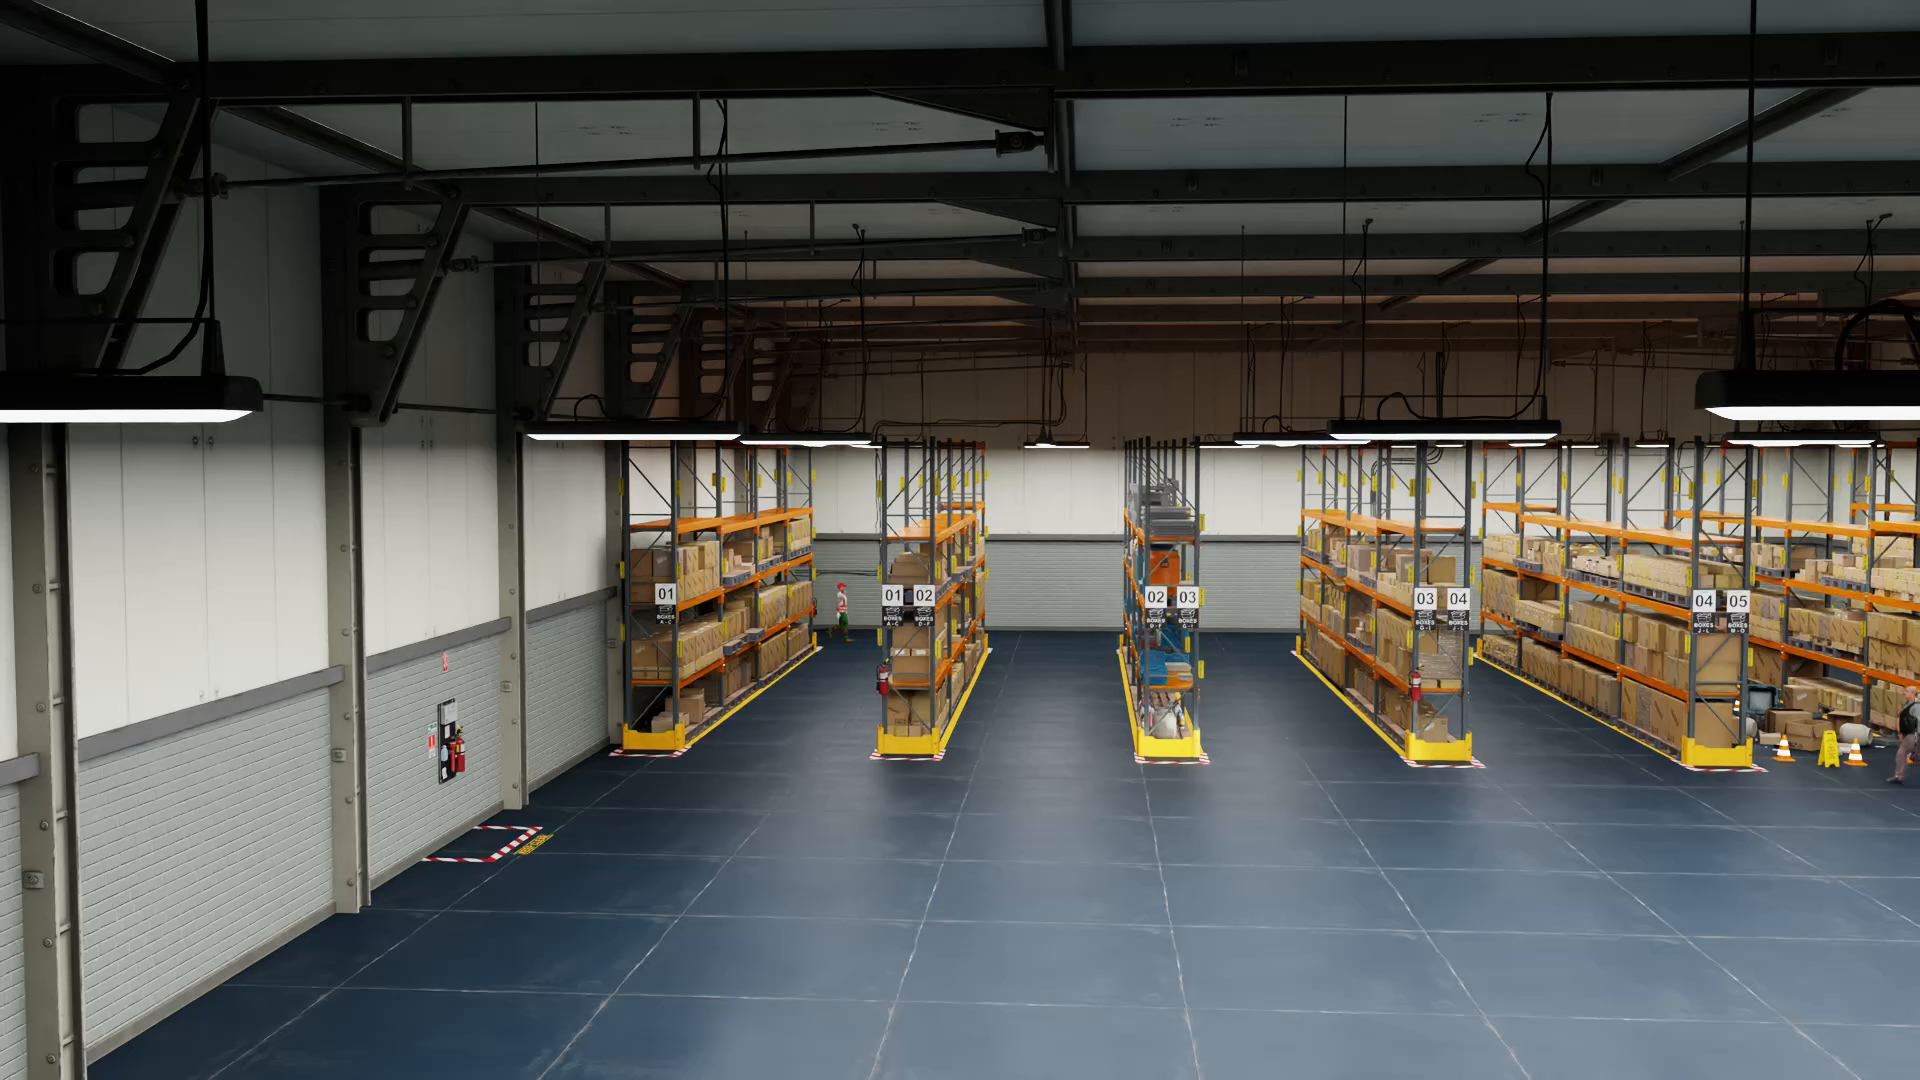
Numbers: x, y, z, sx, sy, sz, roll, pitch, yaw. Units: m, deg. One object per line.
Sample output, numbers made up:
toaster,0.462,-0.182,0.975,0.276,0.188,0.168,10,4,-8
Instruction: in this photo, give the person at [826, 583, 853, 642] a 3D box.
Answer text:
person,-3.606,2.168,49.811,0.832,1.771,0.514,0,3,1

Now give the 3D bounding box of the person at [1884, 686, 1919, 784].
person,16.386,3.347,28.556,0.999,1.686,0.543,0,3,4
